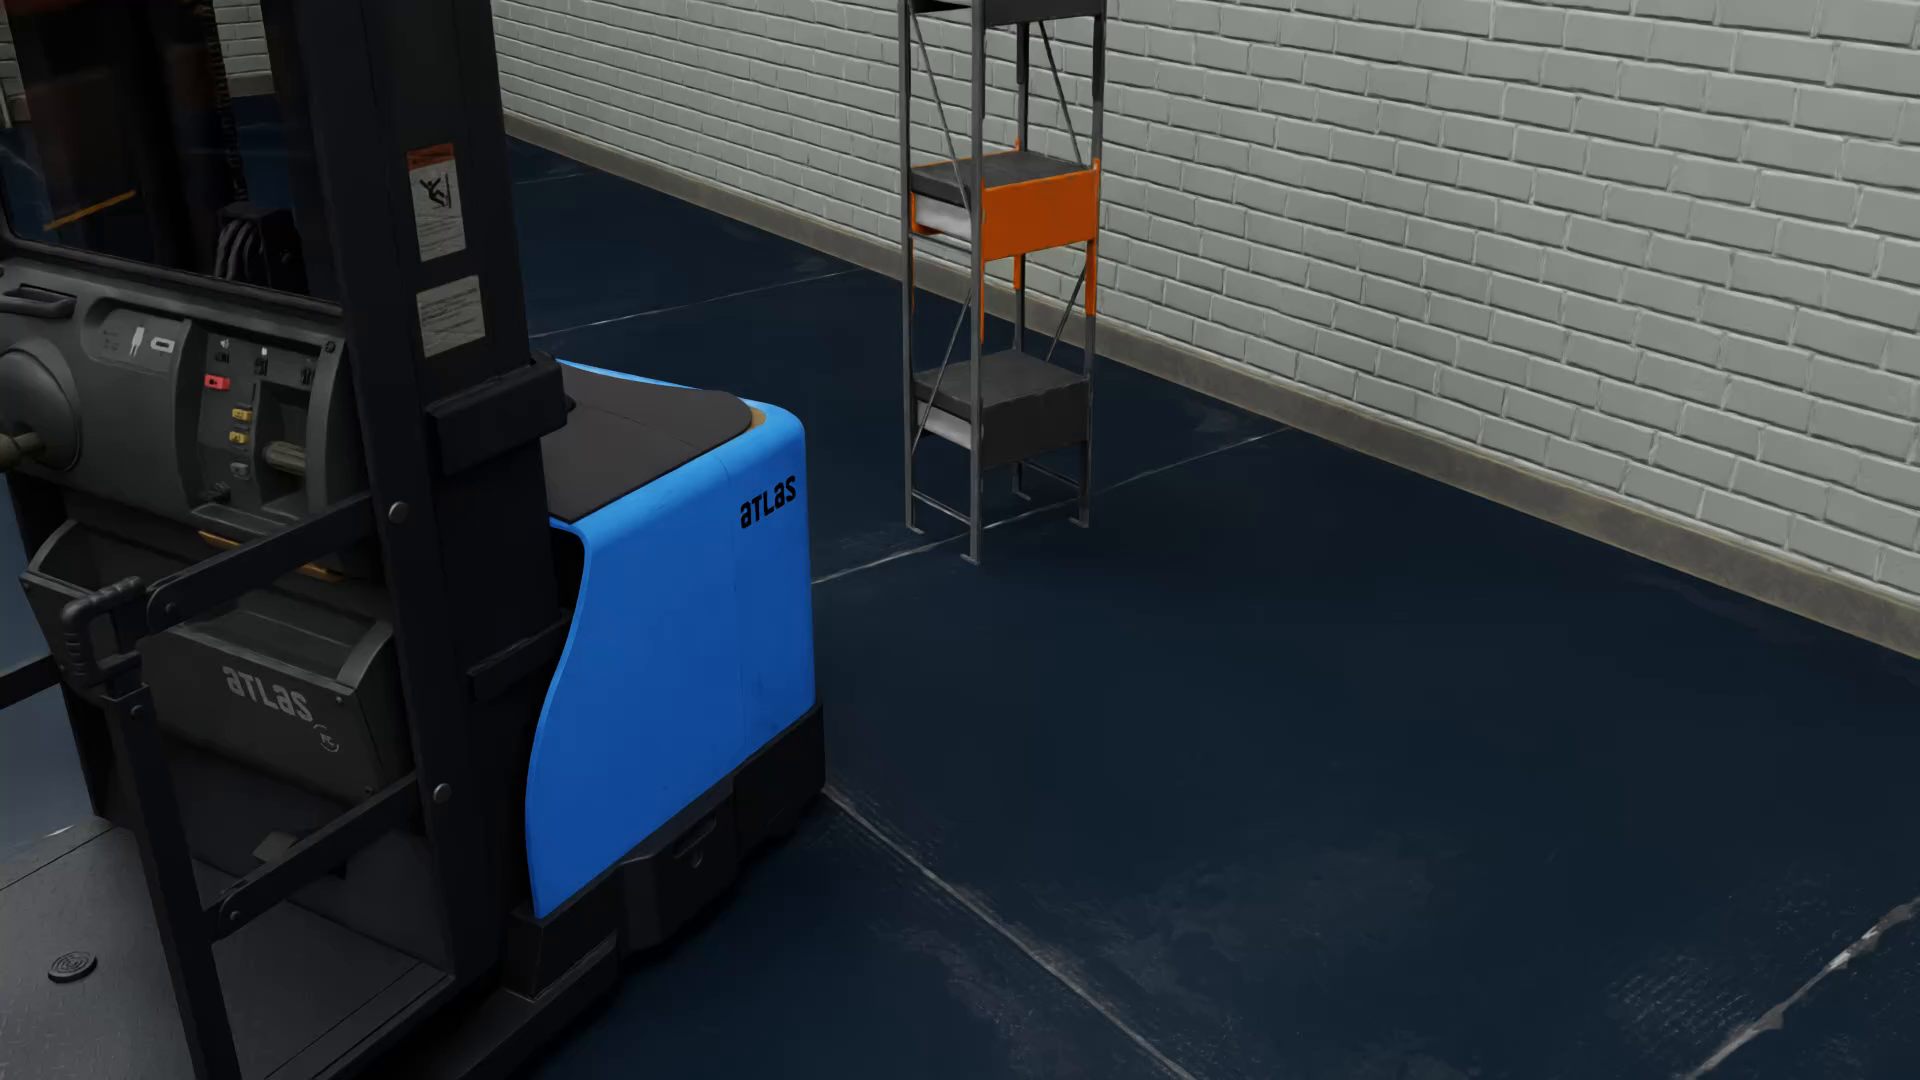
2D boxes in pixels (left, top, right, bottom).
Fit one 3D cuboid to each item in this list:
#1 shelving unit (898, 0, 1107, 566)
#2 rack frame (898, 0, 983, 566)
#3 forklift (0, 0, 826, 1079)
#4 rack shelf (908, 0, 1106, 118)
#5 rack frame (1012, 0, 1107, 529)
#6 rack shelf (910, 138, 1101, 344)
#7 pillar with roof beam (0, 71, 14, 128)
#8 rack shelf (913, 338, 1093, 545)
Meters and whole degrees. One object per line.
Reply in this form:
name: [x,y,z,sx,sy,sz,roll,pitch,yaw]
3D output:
shelving unit: [0.130,-0.995,5.401,0.503,2.100,0.431,-18,31,-34]
rack frame: [-0.062,-0.932,5.264,0.015,2.100,0.400,-18,31,-34]
forklift: [-1.515,-0.222,2.746,1.130,2.935,3.031,14,28,27]
rack shelf: [0.130,-1.618,5.112,0.480,0.518,0.431,-18,31,-34]
rack frame: [0.322,-1.059,5.537,0.015,2.100,0.400,-18,31,-34]
rack shelf: [0.130,-0.983,5.406,0.480,0.518,0.431,-18,31,-34]
pillar with roof beam: [-4.621,-5.717,7.380,0.400,9.000,9.100,-18,31,-34]
rack shelf: [0.130,-0.348,5.701,0.480,0.518,0.431,-18,31,-34]
